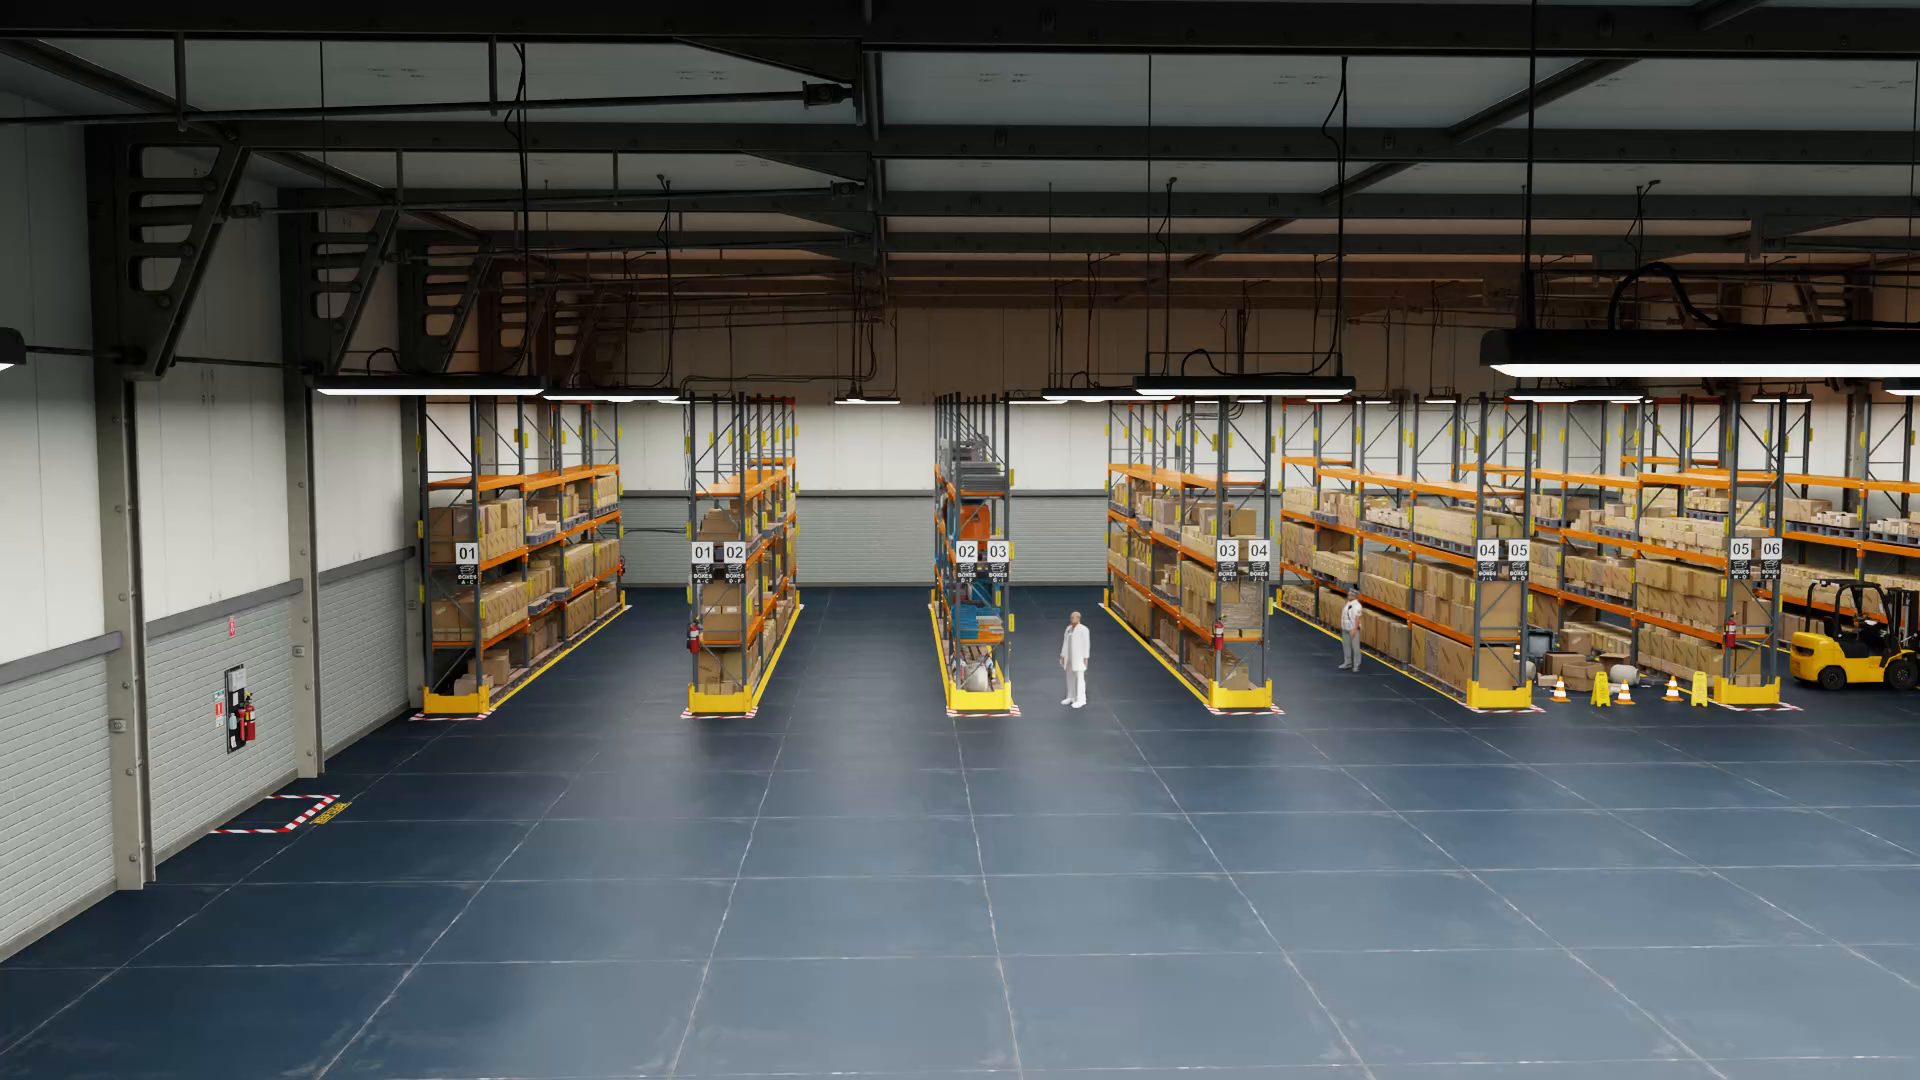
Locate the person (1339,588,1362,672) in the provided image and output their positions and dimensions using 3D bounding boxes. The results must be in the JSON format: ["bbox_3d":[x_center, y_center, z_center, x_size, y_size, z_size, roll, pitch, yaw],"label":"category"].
[{"bbox_3d":[8.512,1.954,36.195,0.430,1.806,0.523,-3,5,-33],"label":"person"}]

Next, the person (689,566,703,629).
[{"bbox_3d":[-6.770,1.436,43.048,0.491,1.707,0.492,1,5,9],"label":"person"}]

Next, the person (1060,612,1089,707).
[{"bbox_3d":[2.163,2.282,31.916,0.408,1.804,0.617,-4,6,-43],"label":"person"}]
